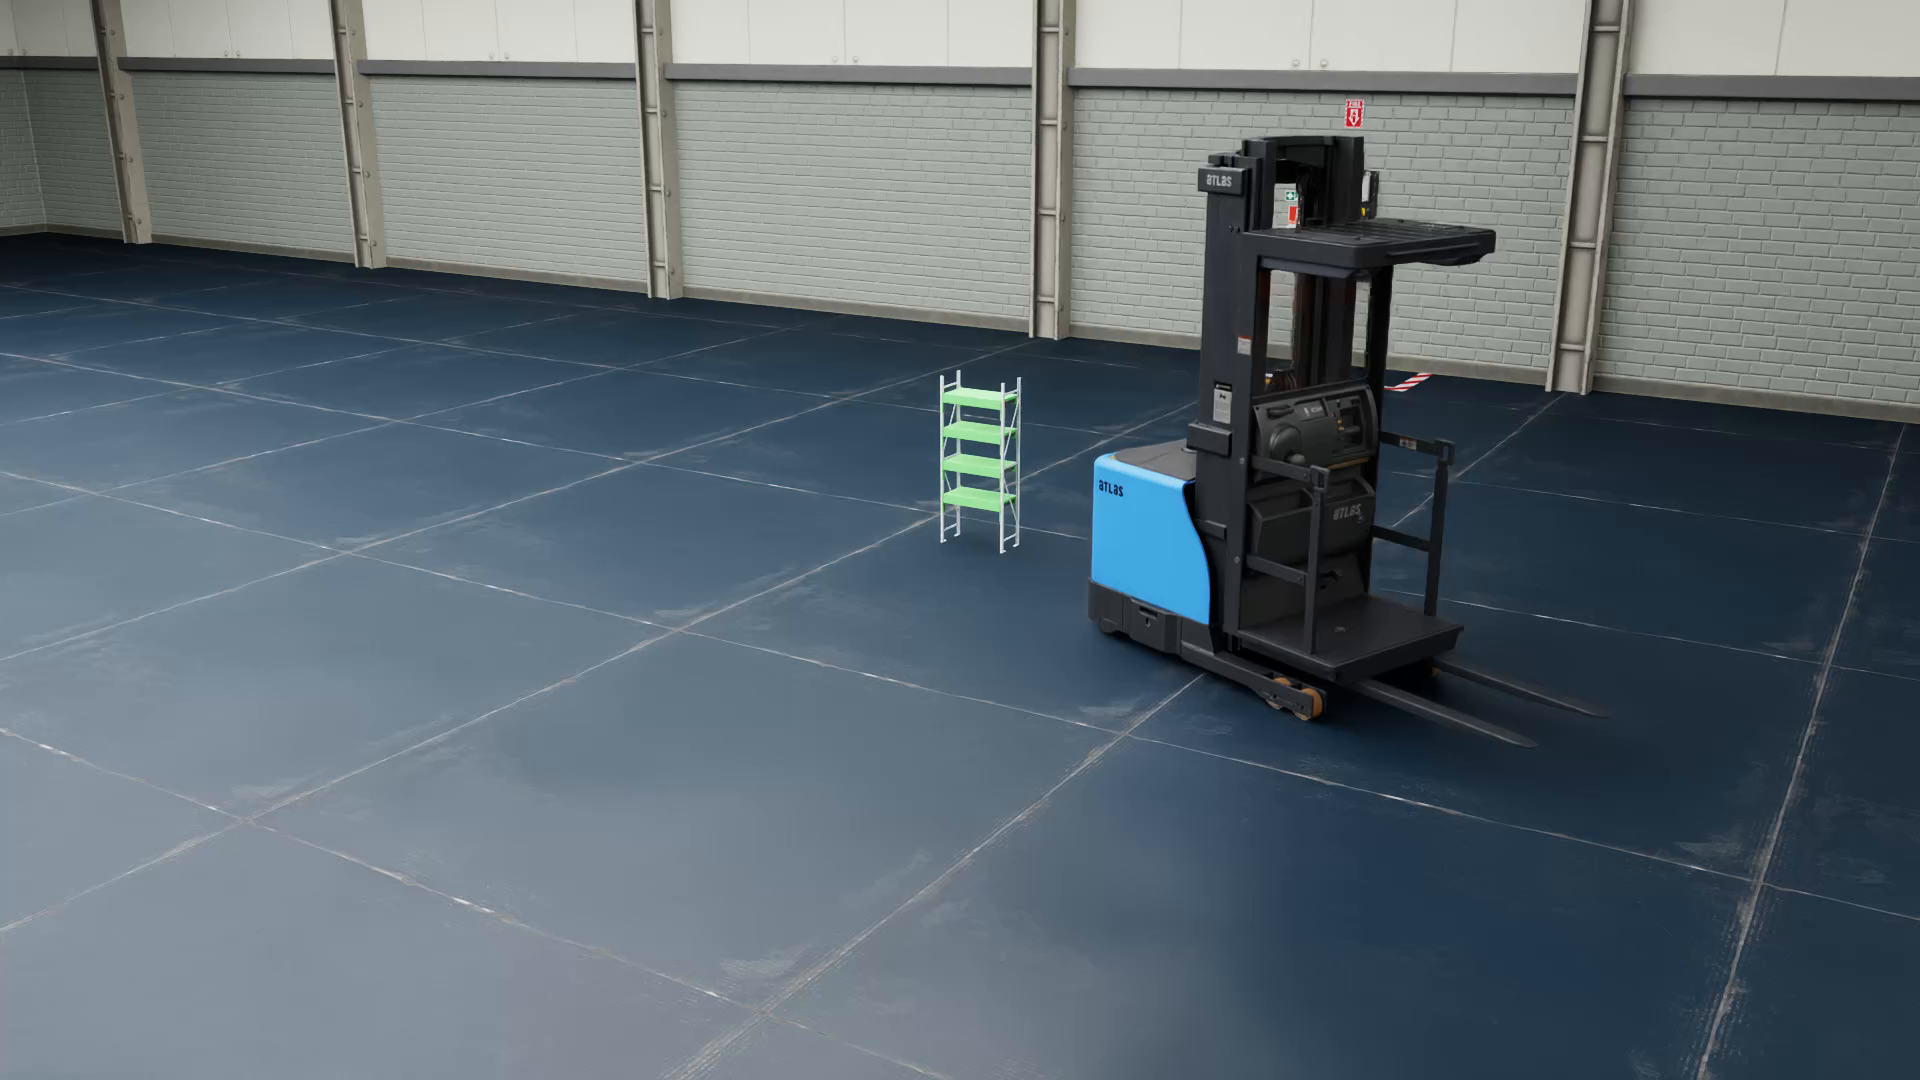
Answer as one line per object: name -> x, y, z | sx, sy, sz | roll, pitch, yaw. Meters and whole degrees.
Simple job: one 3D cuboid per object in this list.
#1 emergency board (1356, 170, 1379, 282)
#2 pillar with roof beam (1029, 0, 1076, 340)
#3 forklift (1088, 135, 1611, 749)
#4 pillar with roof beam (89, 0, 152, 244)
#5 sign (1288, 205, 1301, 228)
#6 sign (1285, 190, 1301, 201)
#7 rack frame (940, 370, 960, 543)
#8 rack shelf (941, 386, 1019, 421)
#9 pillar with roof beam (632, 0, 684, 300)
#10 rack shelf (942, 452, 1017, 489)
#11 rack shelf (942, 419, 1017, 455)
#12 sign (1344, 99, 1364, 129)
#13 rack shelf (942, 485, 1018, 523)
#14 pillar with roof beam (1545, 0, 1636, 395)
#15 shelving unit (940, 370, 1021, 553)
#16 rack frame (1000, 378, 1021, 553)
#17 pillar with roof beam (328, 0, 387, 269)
emergency board -> 4.095, -3.340, 17.716 | 0.643, 1.169, 0.194 | 10, 20, 30
pillar with roof beam -> -1.185, -5.672, 15.070 | 0.400, 9.000, 9.100 | 10, 20, 30
forklift -> 2.061, -0.614, 8.861 | 1.130, 2.935, 3.031 | -12, 21, -35
pillar with roof beam -> -16.523, -8.410, 24.083 | 0.400, 9.000, 9.100 | 10, 20, 30
sign -> 3.678, -3.467, 18.072 | 0.234, 0.329, 0.001 | 10, 20, 30
sign -> 3.677, -3.717, 17.985 | 0.331, 0.109, 0.001 | 10, 20, 30
rack frame -> -0.067, -0.586, 11.746 | 0.015, 1.200, 0.240 | 10, 20, 30
rack shelf -> 0.141, -0.947, 11.503 | 0.480, 0.148, 0.258 | 10, 20, 30
pillar with roof beam -> -6.297, -6.584, 18.074 | 0.400, 9.000, 9.100 | 10, 20, 30
rack shelf -> 0.141, -0.488, 11.643 | 0.480, 0.148, 0.258 | 10, 20, 30
rack shelf -> 0.141, -0.717, 11.573 | 0.480, 0.148, 0.258 | 10, 20, 30
sign -> 4.141, -4.475, 17.464 | 0.199, 0.298, 0.001 | 10, 20, 30
rack shelf -> 0.141, -0.258, 11.712 | 0.480, 0.148, 0.258 | 10, 20, 30
pillar with roof beam -> 3.928, -4.759, 12.065 | 0.400, 9.000, 9.100 | 10, 20, 30
shelving unit -> 0.141, -0.549, 11.624 | 0.503, 1.200, 0.258 | 10, 20, 30
rack frame -> 0.349, -0.512, 11.502 | 0.015, 1.200, 0.240 | 10, 20, 30
pillar with roof beam -> -11.410, -7.497, 21.079 | 0.400, 9.000, 9.100 | 10, 20, 30
